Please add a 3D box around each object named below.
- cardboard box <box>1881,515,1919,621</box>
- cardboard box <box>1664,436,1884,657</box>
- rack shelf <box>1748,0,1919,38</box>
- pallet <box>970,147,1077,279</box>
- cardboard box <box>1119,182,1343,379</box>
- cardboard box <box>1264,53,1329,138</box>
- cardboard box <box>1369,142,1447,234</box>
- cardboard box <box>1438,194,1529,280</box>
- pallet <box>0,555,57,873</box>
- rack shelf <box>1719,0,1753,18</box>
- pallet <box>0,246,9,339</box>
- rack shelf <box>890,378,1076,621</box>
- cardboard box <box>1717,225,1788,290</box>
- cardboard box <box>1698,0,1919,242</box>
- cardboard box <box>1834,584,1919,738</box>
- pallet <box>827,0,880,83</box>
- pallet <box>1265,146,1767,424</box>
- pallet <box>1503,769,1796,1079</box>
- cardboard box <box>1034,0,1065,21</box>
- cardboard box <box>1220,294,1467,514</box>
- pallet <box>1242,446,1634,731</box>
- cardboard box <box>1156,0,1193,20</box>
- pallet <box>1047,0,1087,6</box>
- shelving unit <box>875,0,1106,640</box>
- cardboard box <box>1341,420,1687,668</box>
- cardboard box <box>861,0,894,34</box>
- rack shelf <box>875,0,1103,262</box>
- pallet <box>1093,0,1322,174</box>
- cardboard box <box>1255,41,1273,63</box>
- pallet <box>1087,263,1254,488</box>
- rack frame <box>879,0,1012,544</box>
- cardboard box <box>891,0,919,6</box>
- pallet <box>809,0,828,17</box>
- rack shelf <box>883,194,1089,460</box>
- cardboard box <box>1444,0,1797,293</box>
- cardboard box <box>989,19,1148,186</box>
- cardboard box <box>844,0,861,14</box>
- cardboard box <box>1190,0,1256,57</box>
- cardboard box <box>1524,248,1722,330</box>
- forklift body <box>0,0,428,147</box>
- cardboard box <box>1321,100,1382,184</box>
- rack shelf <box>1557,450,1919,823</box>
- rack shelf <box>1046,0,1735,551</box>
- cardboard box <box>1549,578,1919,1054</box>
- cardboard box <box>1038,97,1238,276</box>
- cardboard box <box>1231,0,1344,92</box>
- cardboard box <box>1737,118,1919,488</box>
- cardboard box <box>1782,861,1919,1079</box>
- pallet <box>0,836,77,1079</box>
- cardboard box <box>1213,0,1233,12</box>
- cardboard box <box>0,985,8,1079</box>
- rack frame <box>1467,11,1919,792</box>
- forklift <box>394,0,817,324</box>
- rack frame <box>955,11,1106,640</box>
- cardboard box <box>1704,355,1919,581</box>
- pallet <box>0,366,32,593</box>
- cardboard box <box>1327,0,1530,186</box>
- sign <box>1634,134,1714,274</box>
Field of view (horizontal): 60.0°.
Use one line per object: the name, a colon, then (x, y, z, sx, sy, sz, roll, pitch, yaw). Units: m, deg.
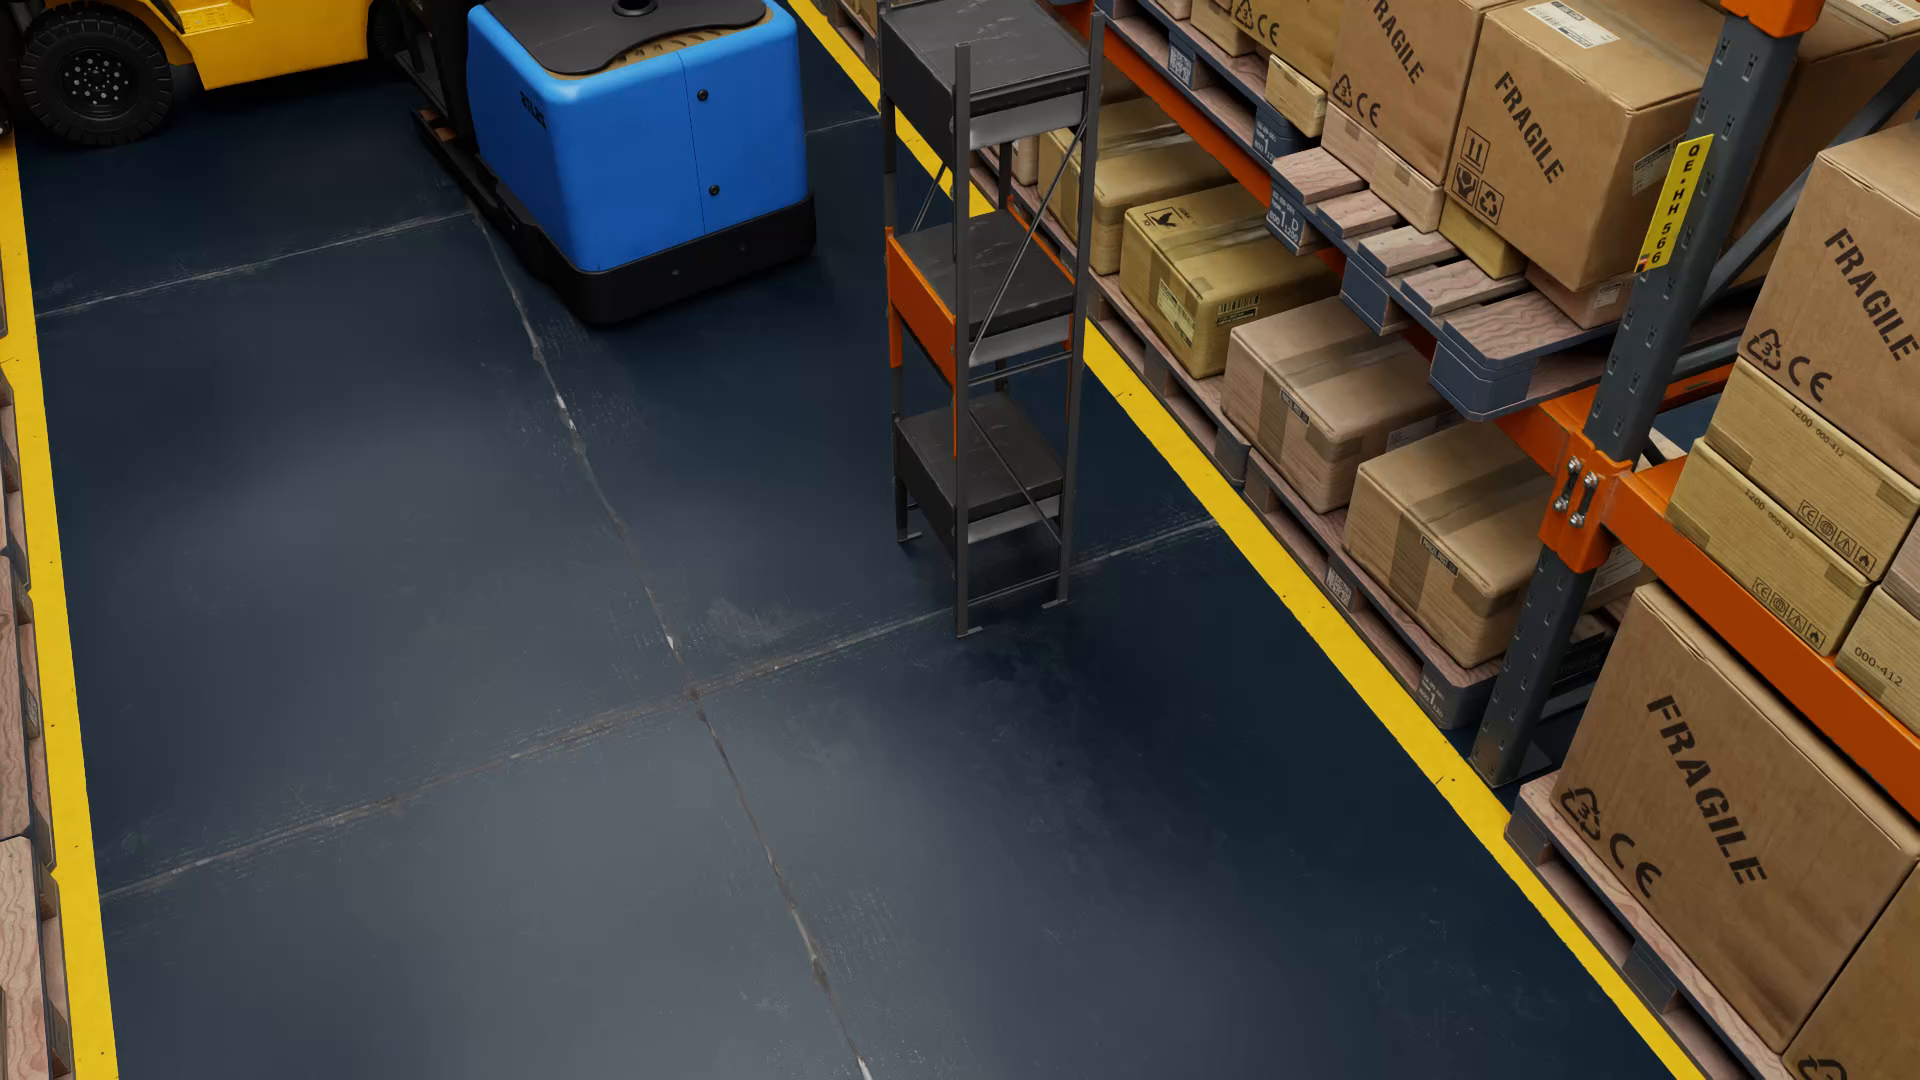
cardboard box: (2.229, 0.099, 3.264, 0.500, 0.250, 0.500, -17, 47, -16)
cardboard box: (2.001, -0.062, 3.784, 0.500, 0.250, 0.500, -19, 48, -18)
rack shelf: (2.865, -0.039, 2.030, 1.077, 0.370, 4.000, -18, 47, -17)
pallet: (0.670, -1.562, 7.183, 1.003, 0.211, 1.213, -18, 47, -17)
cardboard box: (1.164, -1.031, 6.232, 0.950, 0.372, 0.625, -17, 47, -16)
cardboard box: (1.120, -1.332, 4.844, 0.380, 0.149, 0.250, -17, 47, -17)
cardboard box: (1.347, -0.998, 4.505, 0.380, 0.149, 0.250, -18, 48, -18)
cardboard box: (1.494, -0.850, 4.356, 0.380, 0.149, 0.250, -17, 47, -17)
pallet: (-3.298, 0.647, 4.944, 1.003, 0.211, 1.213, -18, 47, -17)
rack shelf: (1.183, -2.588, 4.613, 1.077, 0.370, 4.000, -18, 47, -17)
pallet: (-4.457, -1.109, 6.723, 1.003, 0.211, 1.213, -18, 47, -17)
rack shelf: (0.070, -0.134, 5.407, 0.431, 0.518, 0.480, -18, 47, -17)
cardboard box: (2.056, -0.824, 4.329, 0.380, 0.149, 0.250, -21, 48, -20)
cardboard box: (2.044, -1.148, 4.195, 0.500, 0.500, 0.500, -19, 48, -19)
cardboard box: (2.233, 0.260, 3.458, 0.500, 0.250, 0.500, -19, 48, -19)
pallet: (0.027, -2.476, 8.109, 1.003, 0.211, 1.213, -18, 47, -17)
pallet: (1.627, -0.856, 4.618, 1.213, 0.211, 1.003, -18, 47, -17)
pallet: (2.287, 1.016, 4.570, 1.003, 0.211, 1.213, -18, 47, -17)
cardboard box: (0.339, -2.677, 7.986, 0.500, 0.250, 0.500, -20, 48, -19)
cardboard box: (1.478, -0.546, 5.740, 0.950, 0.372, 0.625, -19, 48, -18)
pallet: (1.696, -0.007, 5.607, 1.003, 0.211, 1.213, -18, 47, -17)
cardboard box: (0.810, -1.826, 5.345, 0.380, 0.149, 0.250, -16, 47, -16)
pallet: (0.531, -2.452, 6.236, 1.003, 0.211, 1.213, -18, 47, -17)
shelving unit: (0.070, -0.642, 4.906, 0.431, 2.100, 0.503, -18, 47, -17)
cardboard box: (1.795, -0.079, 5.266, 0.950, 0.372, 0.625, -21, 48, -20)
cardboard box: (-0.151, -2.519, 7.826, 0.500, 0.250, 0.500, -16, 47, -16)
rack shelf: (0.070, -1.130, 4.424, 0.431, 0.518, 0.480, -18, 47, -17)
pallet: (1.154, -1.683, 5.456, 1.003, 0.211, 1.213, -18, 47, -17)
cardboard box: (1.129, -1.529, 5.044, 0.380, 0.149, 0.250, -18, 47, -17)
pallet: (1.187, -0.784, 6.394, 1.003, 0.211, 1.213, -18, 47, -17)
rack frame: (-0.033, -0.797, 5.063, 0.400, 2.100, 0.015, -18, 47, -17)
cardboard box: (-0.150, -2.786, 7.563, 0.500, 0.500, 0.500, -19, 48, -18)
pallet: (-0.490, -3.254, 8.898, 1.003, 0.211, 1.213, -18, 47, -17)
rack shelf: (0.070, -0.632, 4.915, 0.431, 0.518, 0.480, -18, 47, -17)
cardboard box: (1.580, -1.000, 4.046, 0.500, 0.500, 0.500, -19, 48, -19)
cardboard box: (0.565, -1.931, 7.143, 0.950, 0.372, 0.625, -17, 47, -17)
cardboard box: (-0.384, -2.855, 8.167, 0.500, 0.250, 0.500, -19, 48, -18)
cardboard box: (0.949, -1.665, 5.182, 0.380, 0.149, 0.250, -19, 48, -19)
cardboard box: (1.672, -0.701, 4.205, 0.380, 0.149, 0.250, -16, 47, -16)
forklift body: (-3.390, -3.160, 7.421, 2.313, 2.155, 1.214, -18, 47, -17)
cardboard box: (1.249, -1.161, 4.670, 0.380, 0.149, 0.250, -20, 48, -19)
rack shelf: (2.865, 1.029, 3.084, 1.077, 0.370, 4.000, -18, 47, -17)
rack shelf: (1.183, -1.520, 5.667, 1.077, 0.370, 4.000, -18, 47, -17)
cardboard box: (2.239, 0.570, 4.250, 0.875, 0.875, 0.875, -18, 48, -18)
cardboard box: (0.870, -1.474, 6.680, 0.950, 0.372, 0.625, -15, 47, -15)
cardboard box: (1.140, -1.648, 4.702, 0.500, 0.500, 0.500, -21, 48, -20)
cardboard box: (2.009, -0.506, 3.345, 0.500, 0.500, 0.500, -20, 48, -19)
cardboard box: (2.610, 1.140, 3.673, 0.875, 0.875, 0.875, -17, 47, -17)
pallet: (-2.789, 1.423, 4.157, 1.003, 0.211, 1.213, -18, 47, -17)
cardboard box: (0.911, -1.996, 5.055, 0.500, 0.500, 0.500, -20, 48, -19)
cardboard box: (-2.728, 1.261, 3.728, 0.875, 0.625, 0.625, -17, 47, -16)
rack frame: (2.024, -0.502, 4.123, 1.000, 3.000, 0.127, -18, 47, -17)
forklift: (-1.826, -2.896, 6.598, 1.130, 2.935, 3.031, -25, 50, -23)
rack frame: (0.172, -0.486, 4.748, 0.400, 2.100, 0.015, -18, 47, -17)
cardboard box: (2.013, -0.230, 3.599, 0.500, 0.250, 0.500, -18, 47, -18)
pallet: (-3.815, -0.132, 5.733, 1.003, 0.211, 1.213, -18, 47, -17)
cardboard box: (1.353, -1.326, 4.377, 0.500, 0.500, 0.500, -19, 48, -18)
sign: (1.535, -0.719, 3.575, 0.100, 0.325, 0.005, -18, 47, -17)
